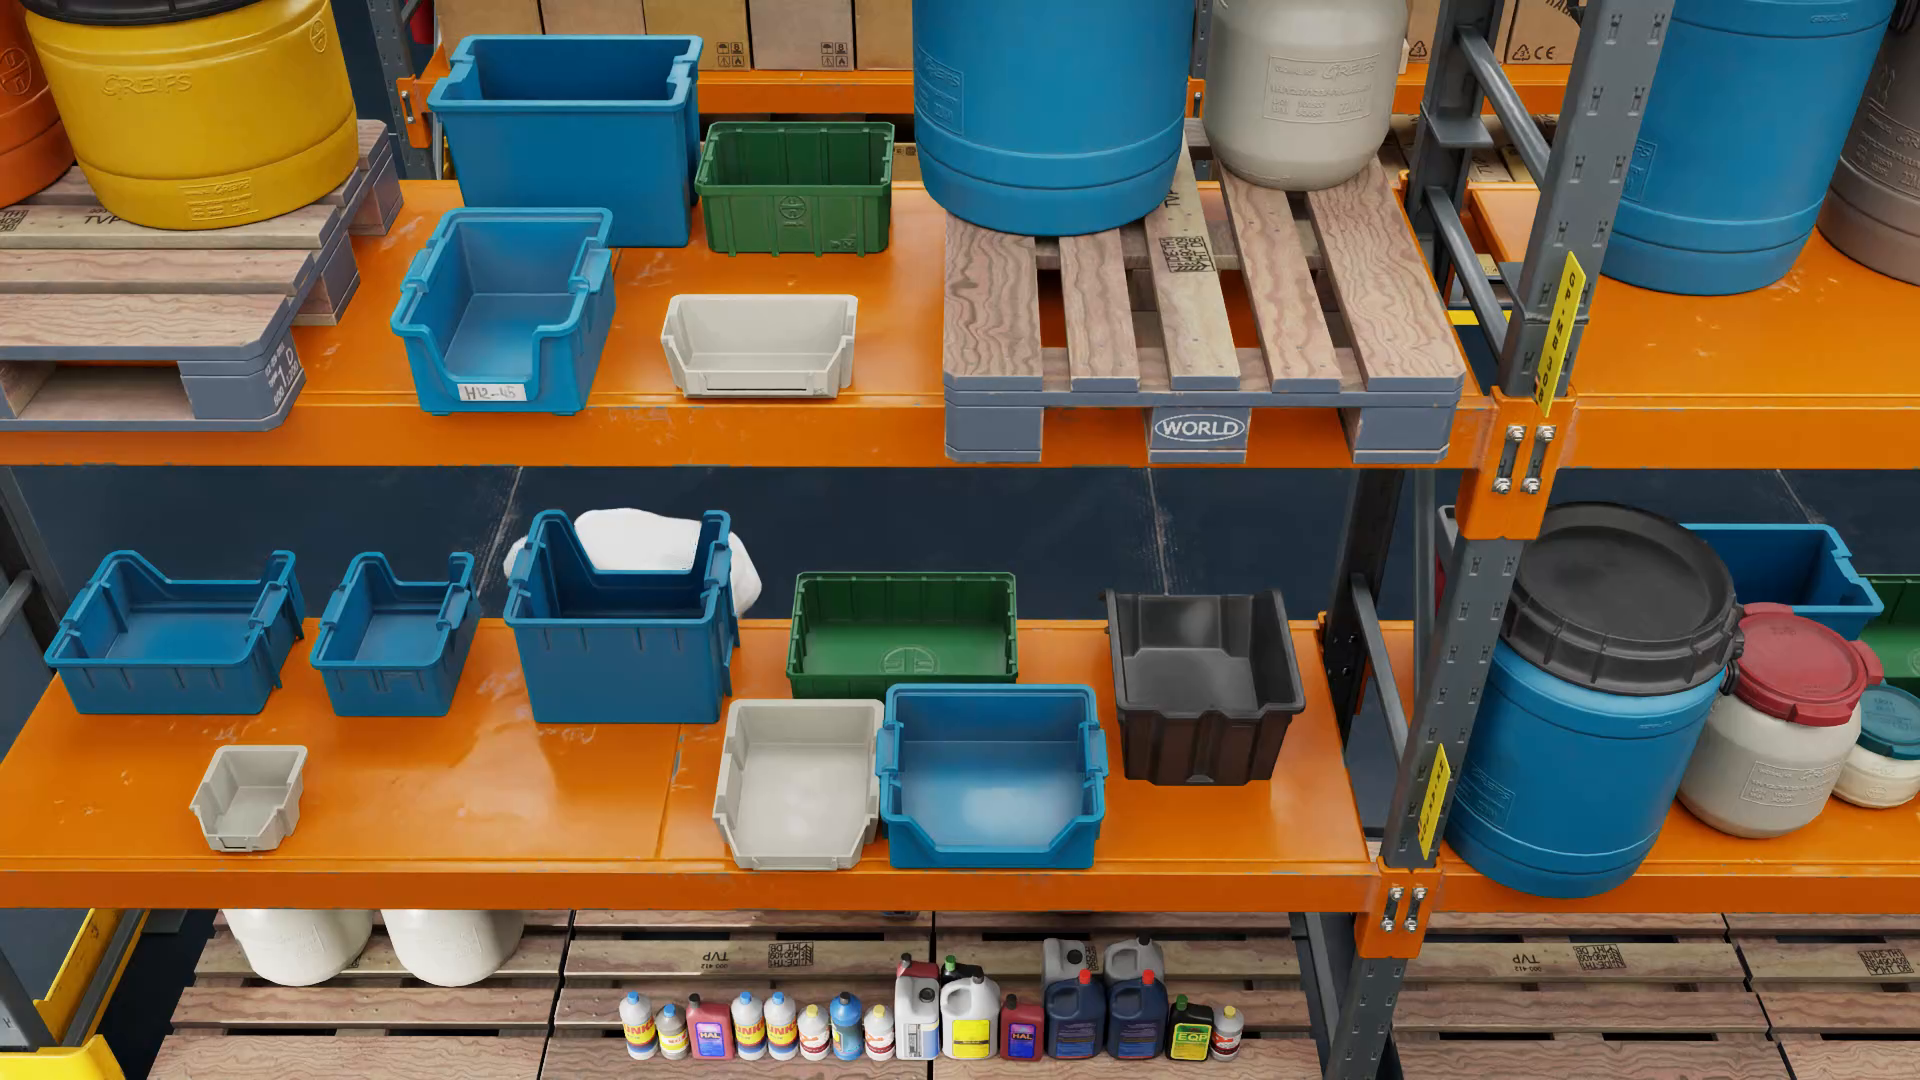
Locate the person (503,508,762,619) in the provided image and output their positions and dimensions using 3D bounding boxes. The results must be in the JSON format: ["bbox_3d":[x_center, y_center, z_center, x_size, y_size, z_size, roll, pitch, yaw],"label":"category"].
[{"bbox_3d":[-1.234,0.300,6.377,0.954,1.004,0.530,-14,41,-16],"label":"person"}]
